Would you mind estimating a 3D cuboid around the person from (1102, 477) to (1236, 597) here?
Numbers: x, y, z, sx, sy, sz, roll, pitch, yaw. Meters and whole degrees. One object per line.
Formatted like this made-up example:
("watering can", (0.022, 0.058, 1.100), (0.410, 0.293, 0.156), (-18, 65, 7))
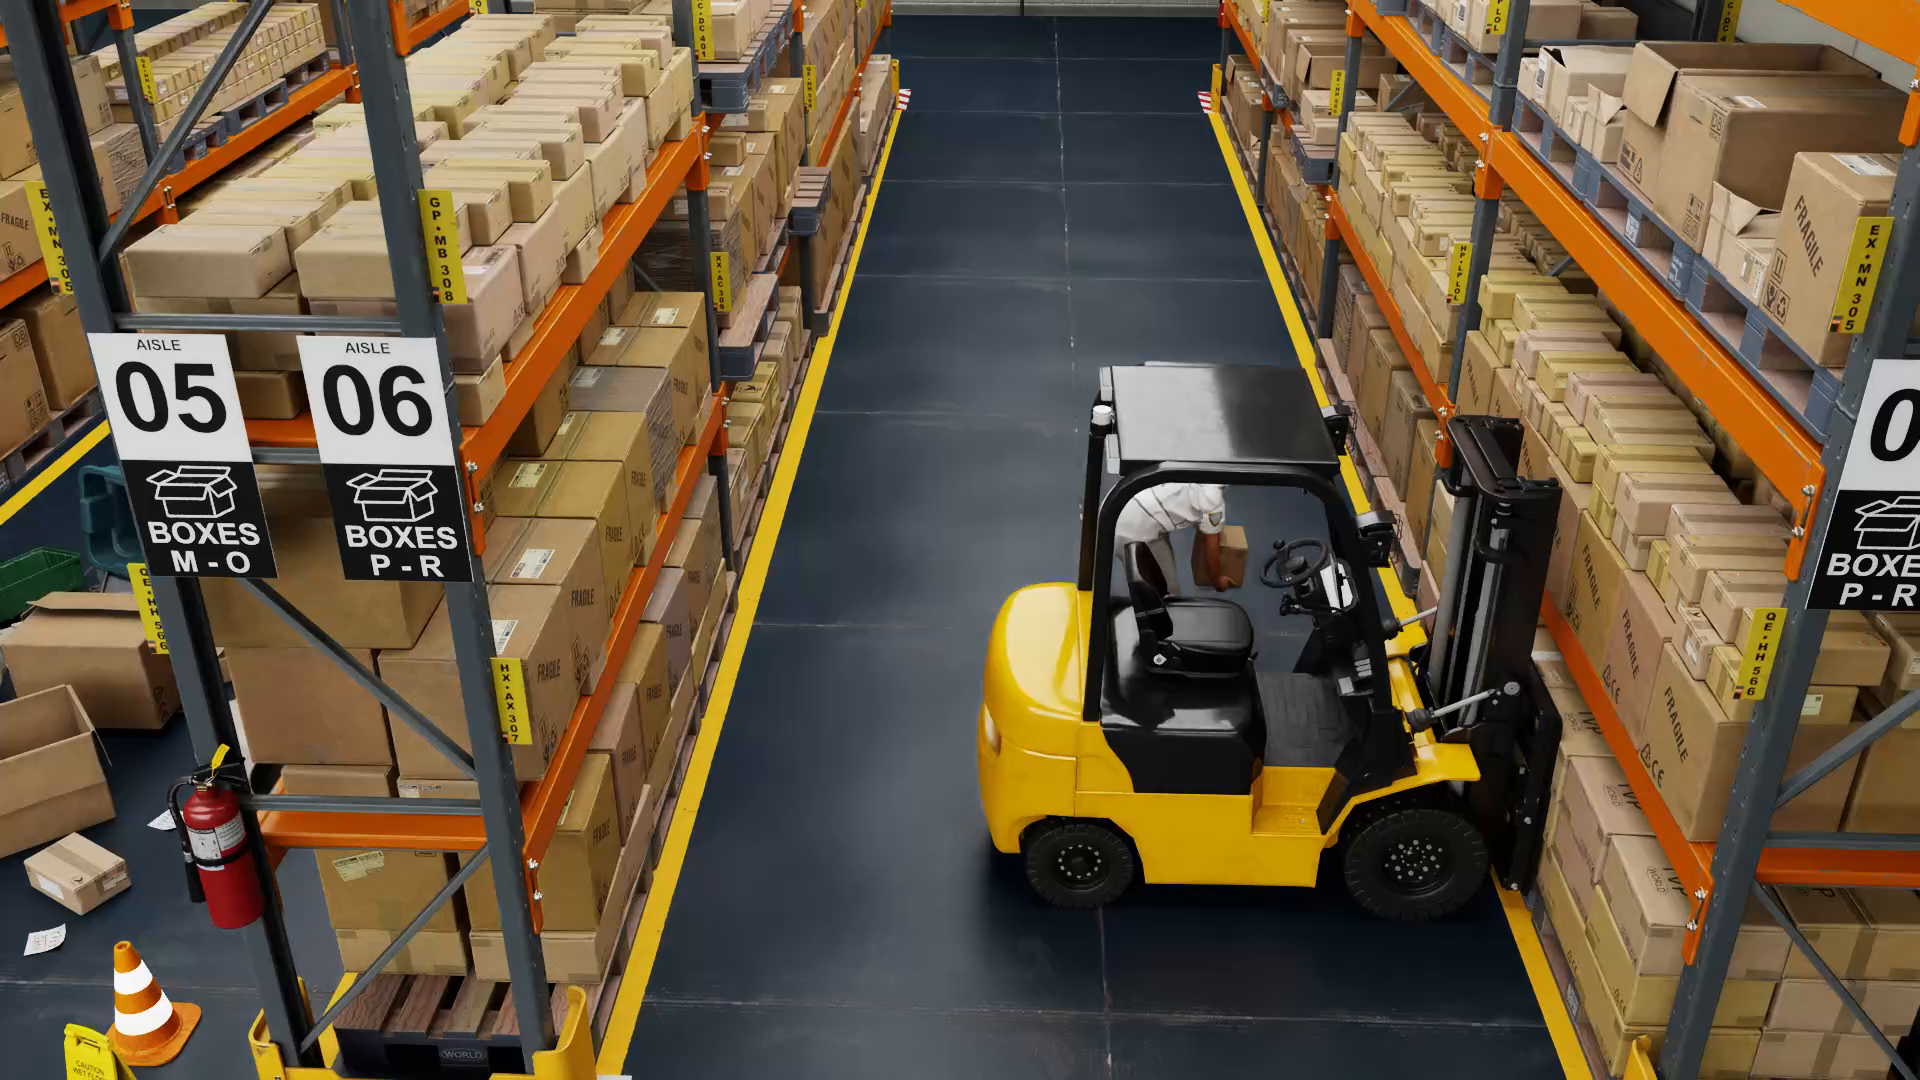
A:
("person", (1.189, 0.052, 8.890), (0.873, 1.325, 0.466), (0, 28, 0))
